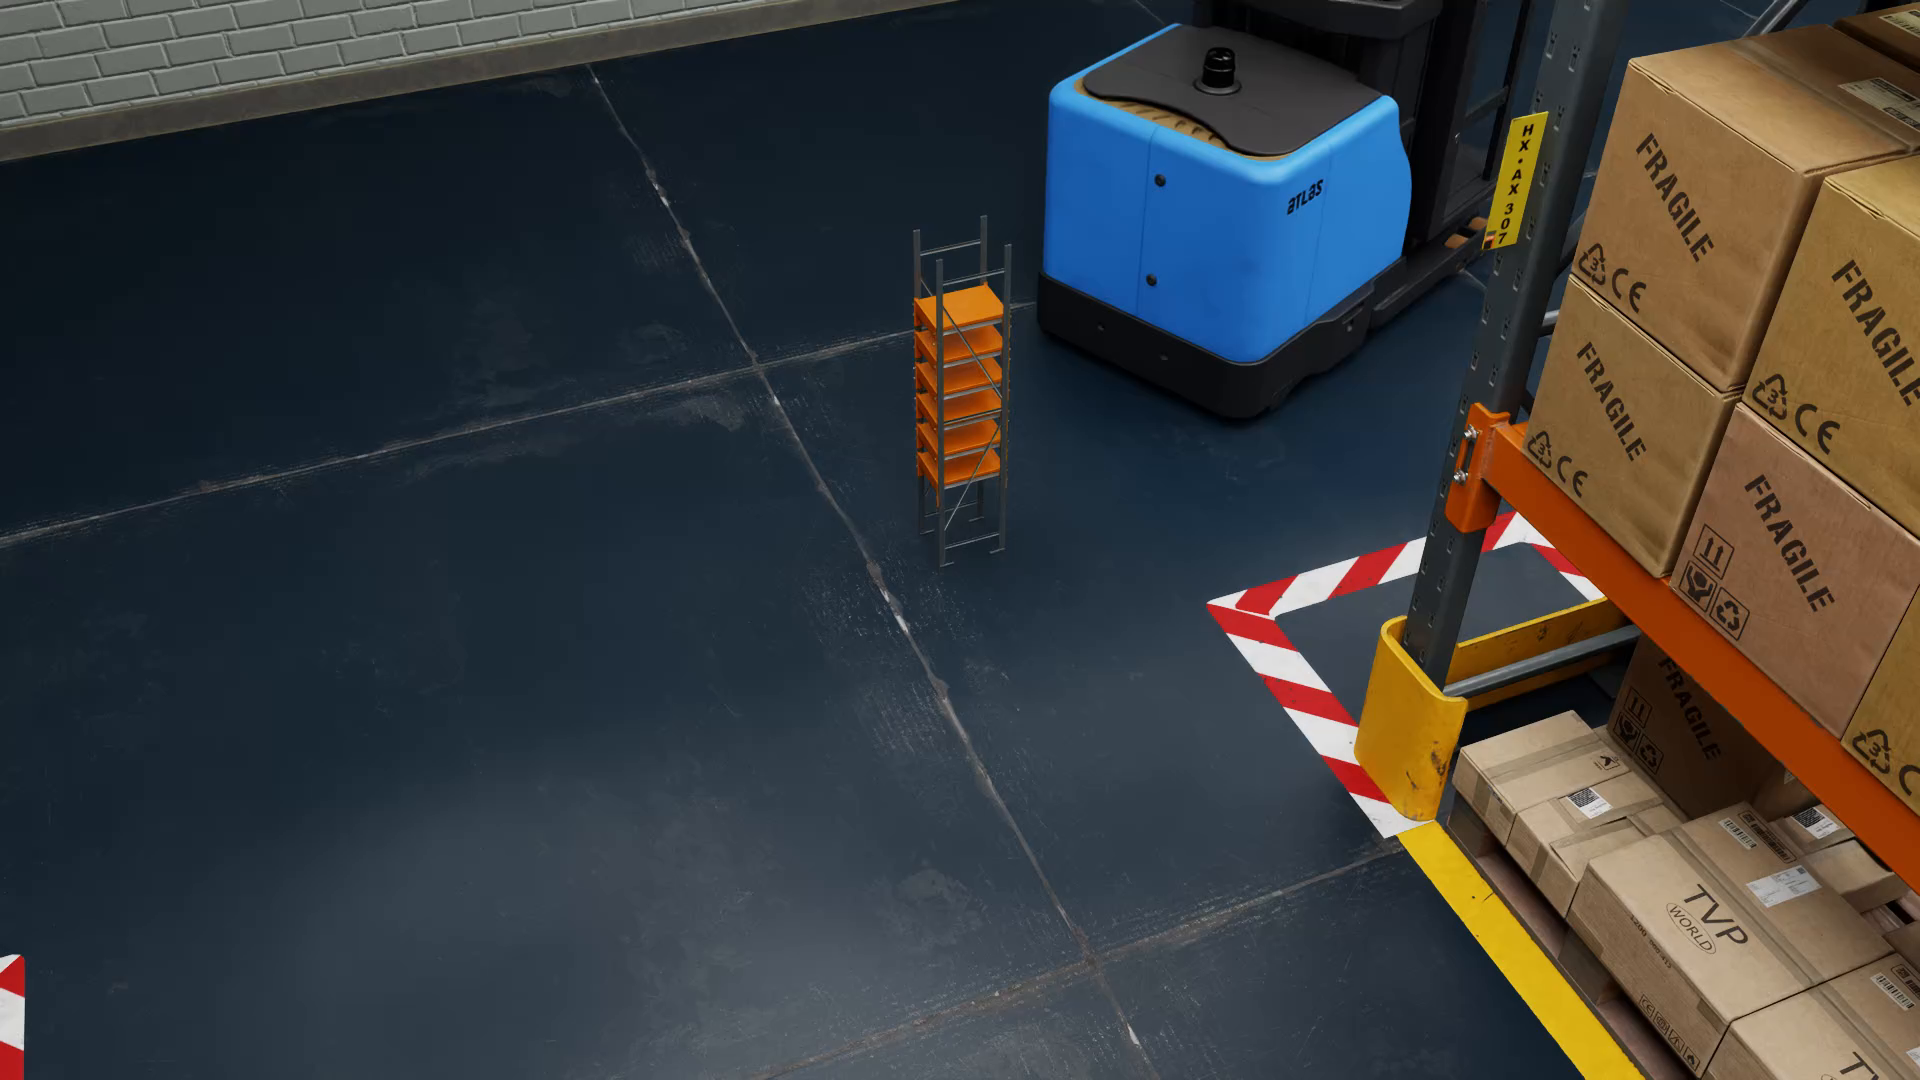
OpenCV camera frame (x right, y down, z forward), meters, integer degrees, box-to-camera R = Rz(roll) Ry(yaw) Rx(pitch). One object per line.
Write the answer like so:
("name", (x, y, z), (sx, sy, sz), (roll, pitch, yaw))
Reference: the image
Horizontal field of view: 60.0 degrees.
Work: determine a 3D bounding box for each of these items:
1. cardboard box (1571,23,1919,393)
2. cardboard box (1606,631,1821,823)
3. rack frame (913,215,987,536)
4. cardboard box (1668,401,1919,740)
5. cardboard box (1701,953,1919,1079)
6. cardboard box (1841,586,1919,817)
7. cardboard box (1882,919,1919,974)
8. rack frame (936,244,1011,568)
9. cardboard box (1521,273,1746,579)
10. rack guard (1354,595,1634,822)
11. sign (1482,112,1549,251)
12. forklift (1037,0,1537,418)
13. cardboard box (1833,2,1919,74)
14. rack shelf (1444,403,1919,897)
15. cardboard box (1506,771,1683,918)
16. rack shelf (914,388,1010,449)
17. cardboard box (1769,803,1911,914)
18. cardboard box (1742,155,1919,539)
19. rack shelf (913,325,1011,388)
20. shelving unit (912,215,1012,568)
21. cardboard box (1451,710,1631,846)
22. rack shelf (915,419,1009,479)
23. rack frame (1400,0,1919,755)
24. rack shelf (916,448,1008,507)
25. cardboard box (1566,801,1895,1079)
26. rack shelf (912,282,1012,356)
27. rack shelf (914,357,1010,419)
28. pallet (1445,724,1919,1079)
("cardboard box", (1.668, -0.689, 3.407), (0.500, 0.500, 0.500), (-14, 43, -16))
("cardboard box", (2.177, 0.442, 4.515), (0.500, 0.500, 0.500), (-15, 43, -17))
("rack frame", (-0.029, -0.501, 5.413), (0.240, 1.200, 0.006), (-15, 43, -17))
("cardboard box", (1.870, 0.000, 3.373), (0.500, 0.500, 0.500), (-16, 43, -17))
("cardboard box", (2.070, 1.271, 3.742), (0.500, 0.250, 0.500), (-15, 43, -17))
("cardboard box", (2.059, 0.303, 3.021), (0.500, 0.500, 0.500), (-15, 43, -17))
("cardboard box", (2.513, 1.117, 3.922), (0.500, 0.250, 0.500), (-15, 43, -17))
("rack frame", (0.041, -0.391, 5.285), (0.240, 1.200, 0.006), (-15, 43, -17))
("cardboard box", (1.668, -0.310, 3.733), (0.500, 0.500, 0.500), (-14, 43, -16))
("rack guard", (1.771, 0.388, 4.915), (1.175, 0.500, 0.348), (-15, 43, -17))
("sign", (1.240, -0.798, 3.713), (0.100, 0.325, 0.005), (-15, 43, -17))
("forklift", (1.669, -2.439, 6.339), (1.130, 2.935, 3.031), (31, 49, 31))
("cardboard box", (2.166, -0.823, 3.562), (0.500, 0.500, 0.500), (-15, 43, -17))
("rack shelf", (2.507, 0.873, 2.987), (1.077, 0.370, 4.000), (-15, 43, -17))
("cardboard box", (1.680, 0.791, 4.365), (0.380, 0.166, 0.250), (-15, 43, -17))
("rack shelf", (0.006, -0.413, 5.378), (0.258, 0.103, 0.180), (-15, 43, -17))
("cardboard box", (2.249, 0.835, 4.314), (0.380, 0.166, 0.250), (-15, 43, -17))
("cardboard box", (1.875, -0.376, 3.043), (0.500, 0.500, 0.500), (-15, 43, -16))
("rack shelf", (0.006, -0.594, 5.221), (0.258, 0.103, 0.180), (-15, 43, -17))
("shelving unit", (0.006, -0.446, 5.349), (0.258, 1.200, 0.189), (-15, 43, -17))
("cardboard box", (1.584, 0.647, 4.546), (0.380, 0.149, 0.250), (-15, 43, -17))
("rack shelf", (0.006, -0.322, 5.456), (0.258, 0.103, 0.180), (-15, 43, -17))
("rack frame", (1.742, -0.605, 4.153), (1.000, 3.000, 0.127), (-15, 43, -17))
("rack shelf", (0.006, -0.231, 5.534), (0.258, 0.103, 0.180), (-15, 43, -17))
("cardboard box", (1.879, 0.970, 4.093), (0.500, 0.250, 0.500), (-15, 43, -17))
("rack shelf", (0.006, -0.685, 5.143), (0.258, 0.103, 0.180), (-15, 43, -17))
("rack shelf", (0.006, -0.504, 5.299), (0.258, 0.103, 0.180), (-15, 43, -17))
("pallet", (2.077, 0.978, 4.451), (1.003, 0.211, 1.213), (-15, 43, -17))
